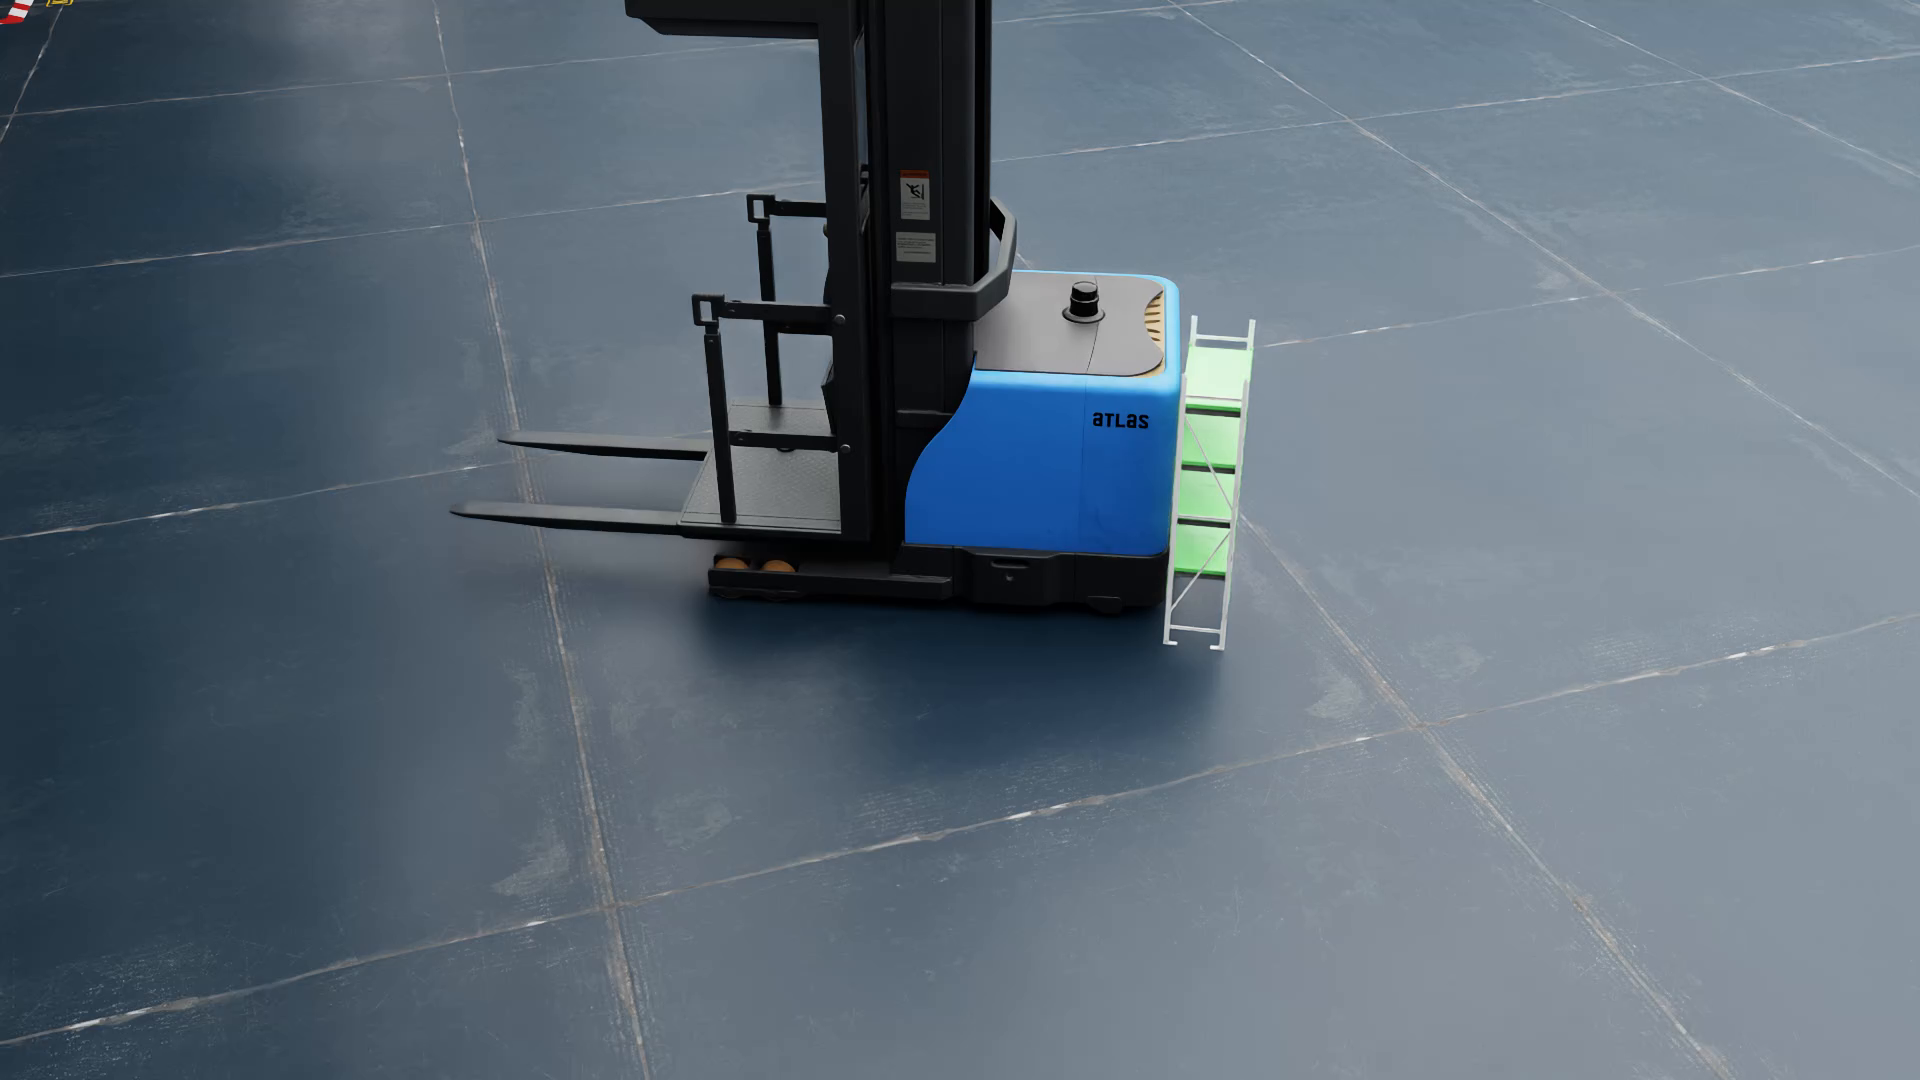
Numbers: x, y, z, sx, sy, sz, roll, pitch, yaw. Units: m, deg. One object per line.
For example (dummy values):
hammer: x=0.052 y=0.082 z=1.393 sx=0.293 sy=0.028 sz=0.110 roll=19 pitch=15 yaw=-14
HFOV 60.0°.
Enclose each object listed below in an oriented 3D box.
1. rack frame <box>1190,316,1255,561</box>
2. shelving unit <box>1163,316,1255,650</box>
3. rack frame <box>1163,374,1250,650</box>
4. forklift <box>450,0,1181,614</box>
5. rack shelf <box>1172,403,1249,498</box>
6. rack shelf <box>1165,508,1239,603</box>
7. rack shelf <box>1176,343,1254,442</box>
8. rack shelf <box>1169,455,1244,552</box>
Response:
rack frame: x=1.013 y=-0.344 z=6.679 sx=0.240 sy=1.200 sz=0.015 roll=5 pitch=34 yaw=9
shelving unit: x=0.967 y=-0.212 z=6.479 sx=0.258 sy=1.200 sz=0.503 roll=5 pitch=34 yaw=9
rack frame: x=0.922 y=-0.080 z=6.279 sx=0.240 sy=1.200 sz=0.015 roll=5 pitch=34 yaw=9
forklift: x=-0.620 y=-1.257 z=6.494 sx=3.031 sy=2.935 sz=1.130 roll=3 pitch=34 yaw=5
rack shelf: x=0.965 y=-0.359 z=6.382 sx=0.258 sy=0.148 sz=0.480 roll=5 pitch=34 yaw=9
rack shelf: x=0.971 y=0.042 z=6.646 sx=0.258 sy=0.148 sz=0.480 roll=5 pitch=34 yaw=9
rack shelf: x=0.962 y=-0.559 z=6.250 sx=0.258 sy=0.148 sz=0.480 roll=5 pitch=34 yaw=9
rack shelf: x=0.968 y=-0.158 z=6.514 sx=0.258 sy=0.148 sz=0.480 roll=5 pitch=34 yaw=9
